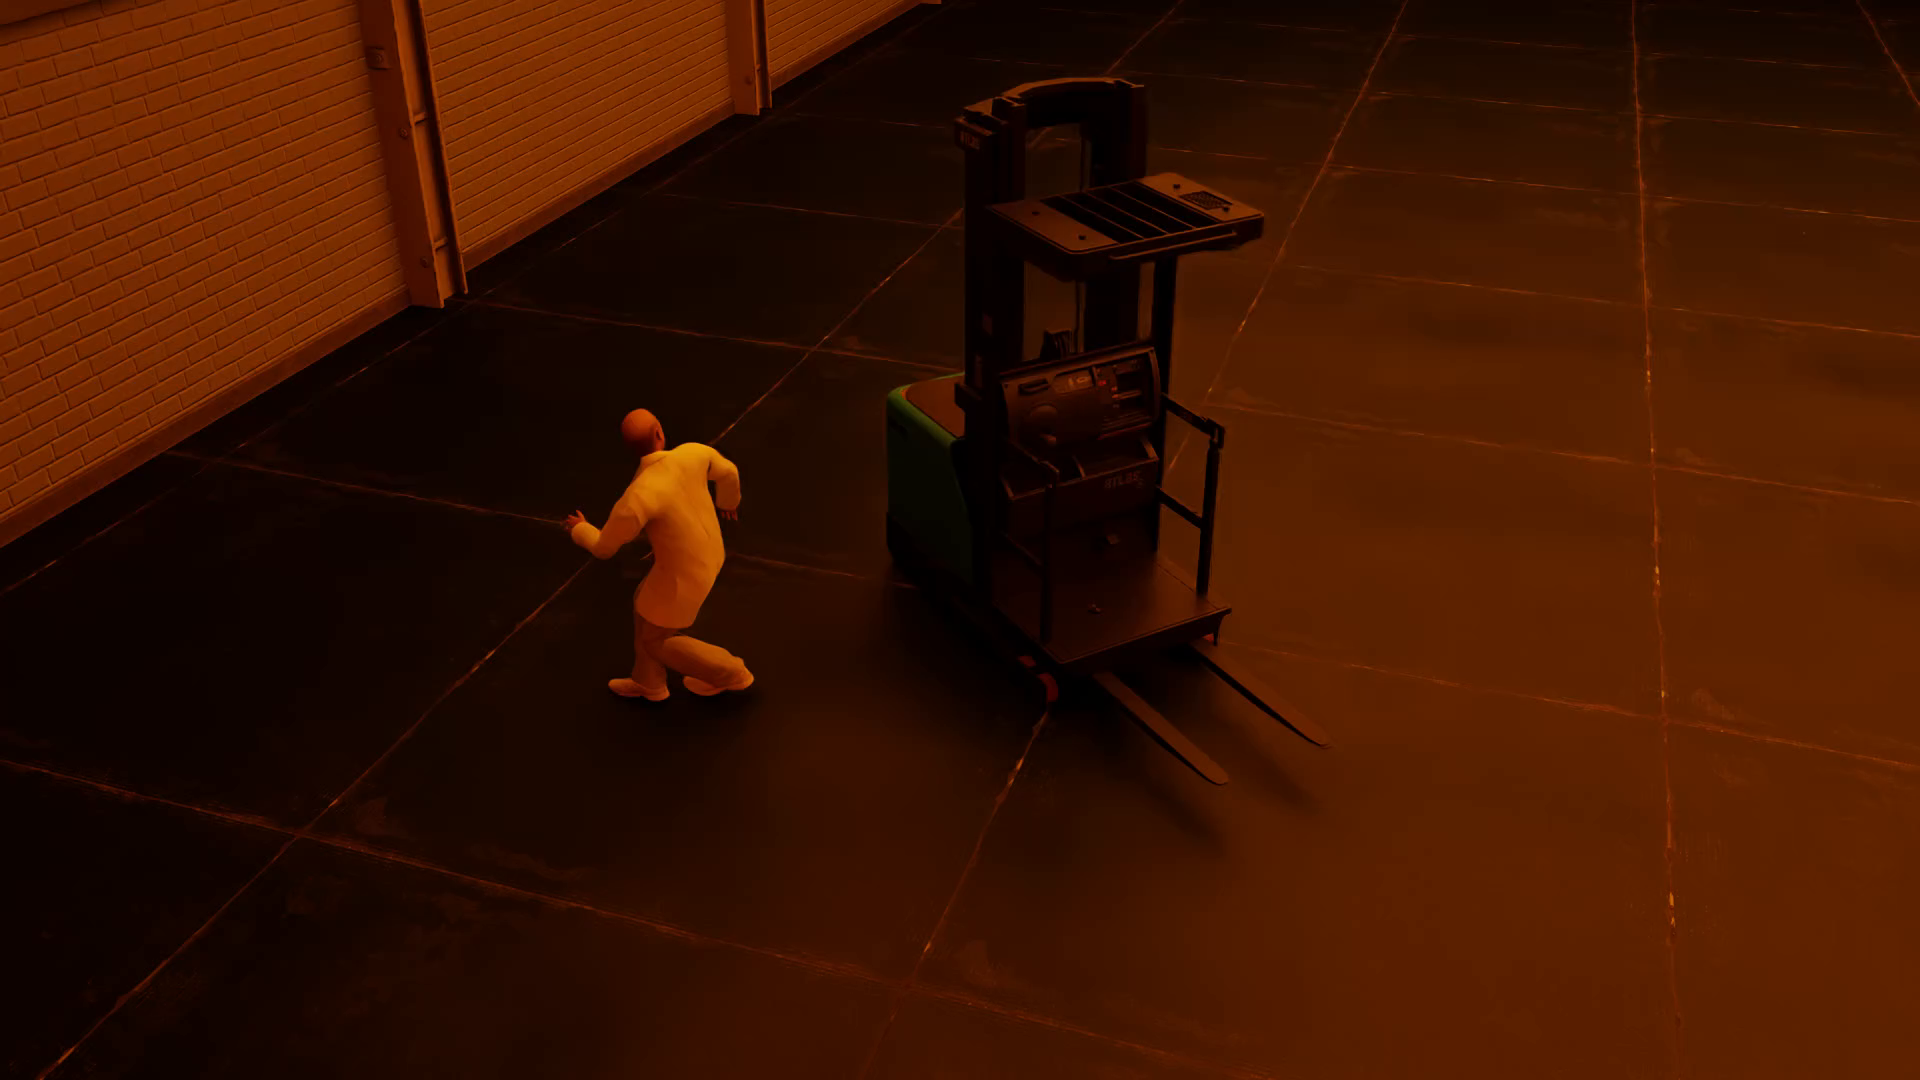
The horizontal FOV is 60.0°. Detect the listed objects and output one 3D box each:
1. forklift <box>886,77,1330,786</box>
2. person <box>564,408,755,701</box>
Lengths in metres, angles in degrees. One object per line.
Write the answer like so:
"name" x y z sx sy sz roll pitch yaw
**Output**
"forklift" 0.733 -0.681 8.332 1.130 2.935 3.031 -16 33 -26
"person" -1.486 0.084 8.394 0.907 1.570 0.912 9 31 16
